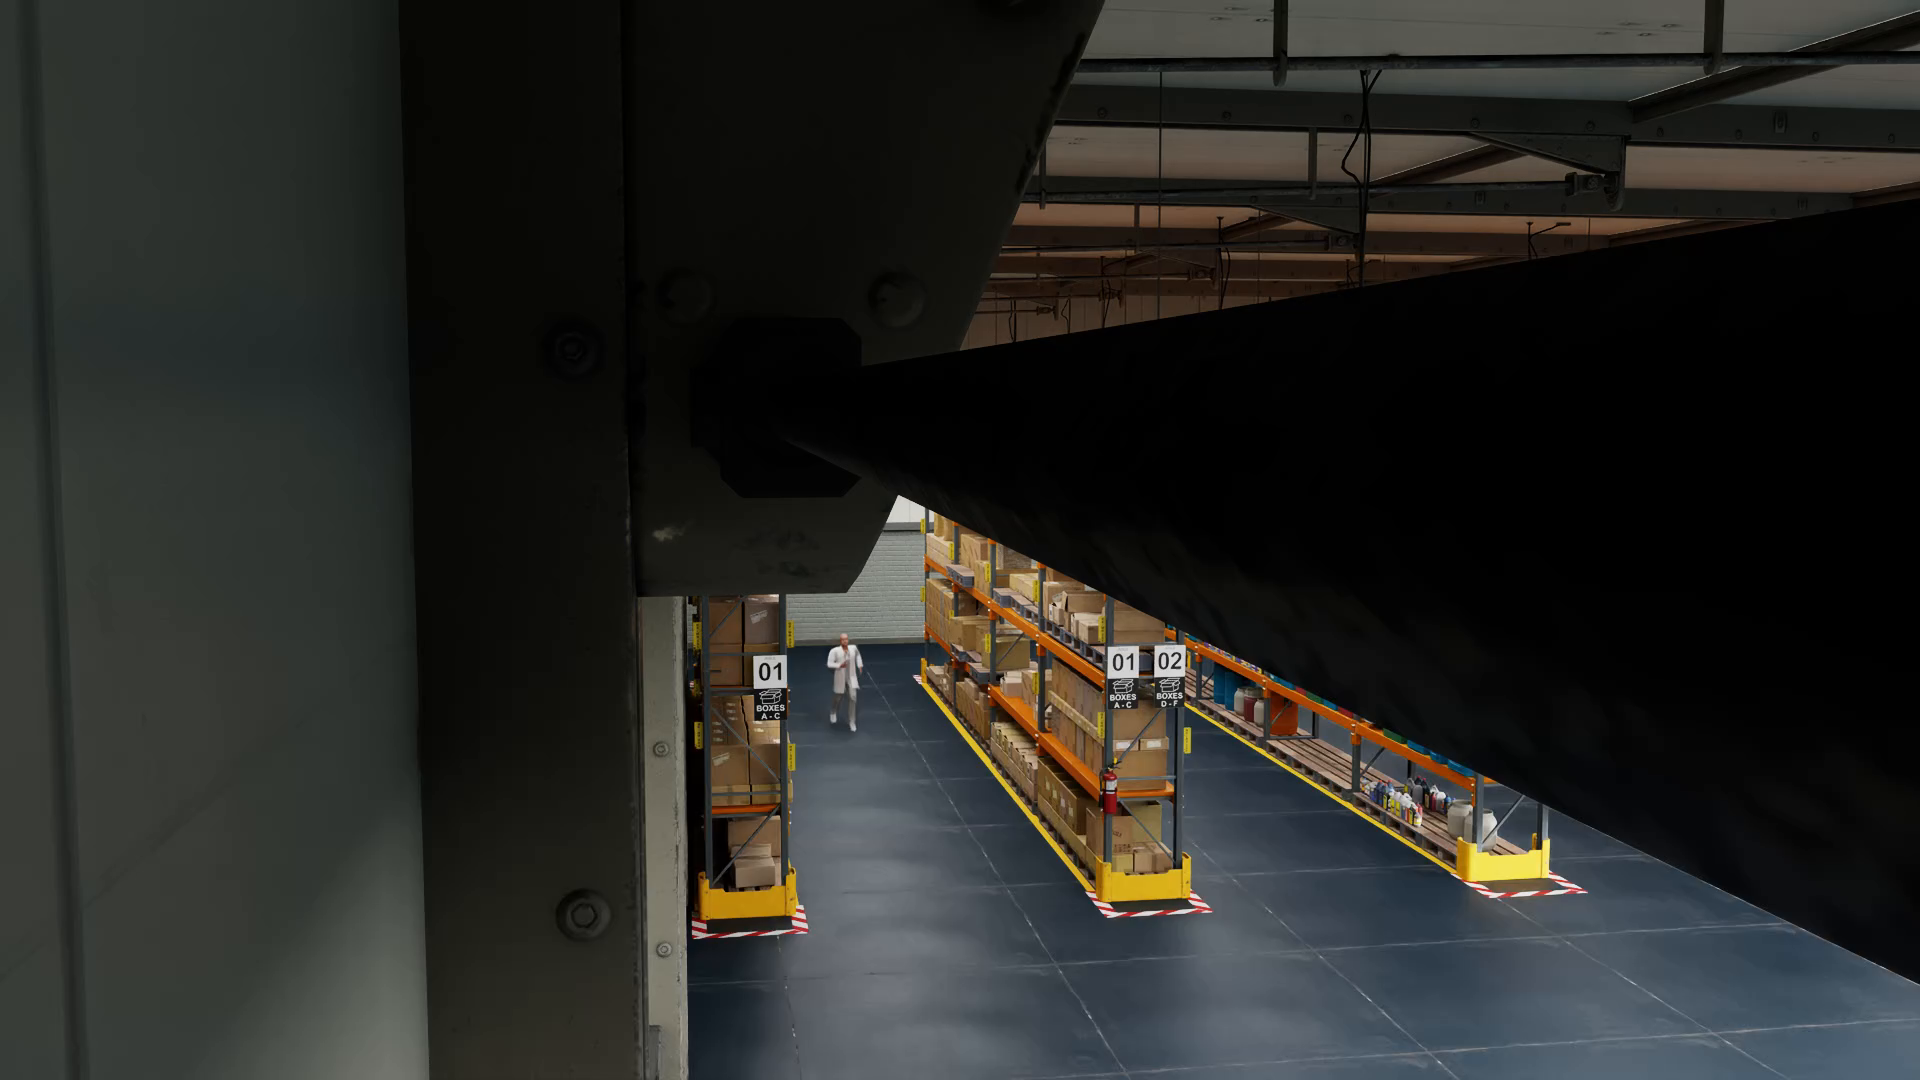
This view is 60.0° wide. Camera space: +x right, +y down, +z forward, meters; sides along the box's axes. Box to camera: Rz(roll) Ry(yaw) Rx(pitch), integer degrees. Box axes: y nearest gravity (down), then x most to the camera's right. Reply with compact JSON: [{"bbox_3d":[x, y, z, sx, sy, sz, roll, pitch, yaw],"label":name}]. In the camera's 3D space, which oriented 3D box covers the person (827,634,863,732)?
[{"bbox_3d":[-2.195,2.669,31.566,0.728,1.829,1.002,-2,5,-18],"label":"person"}]
